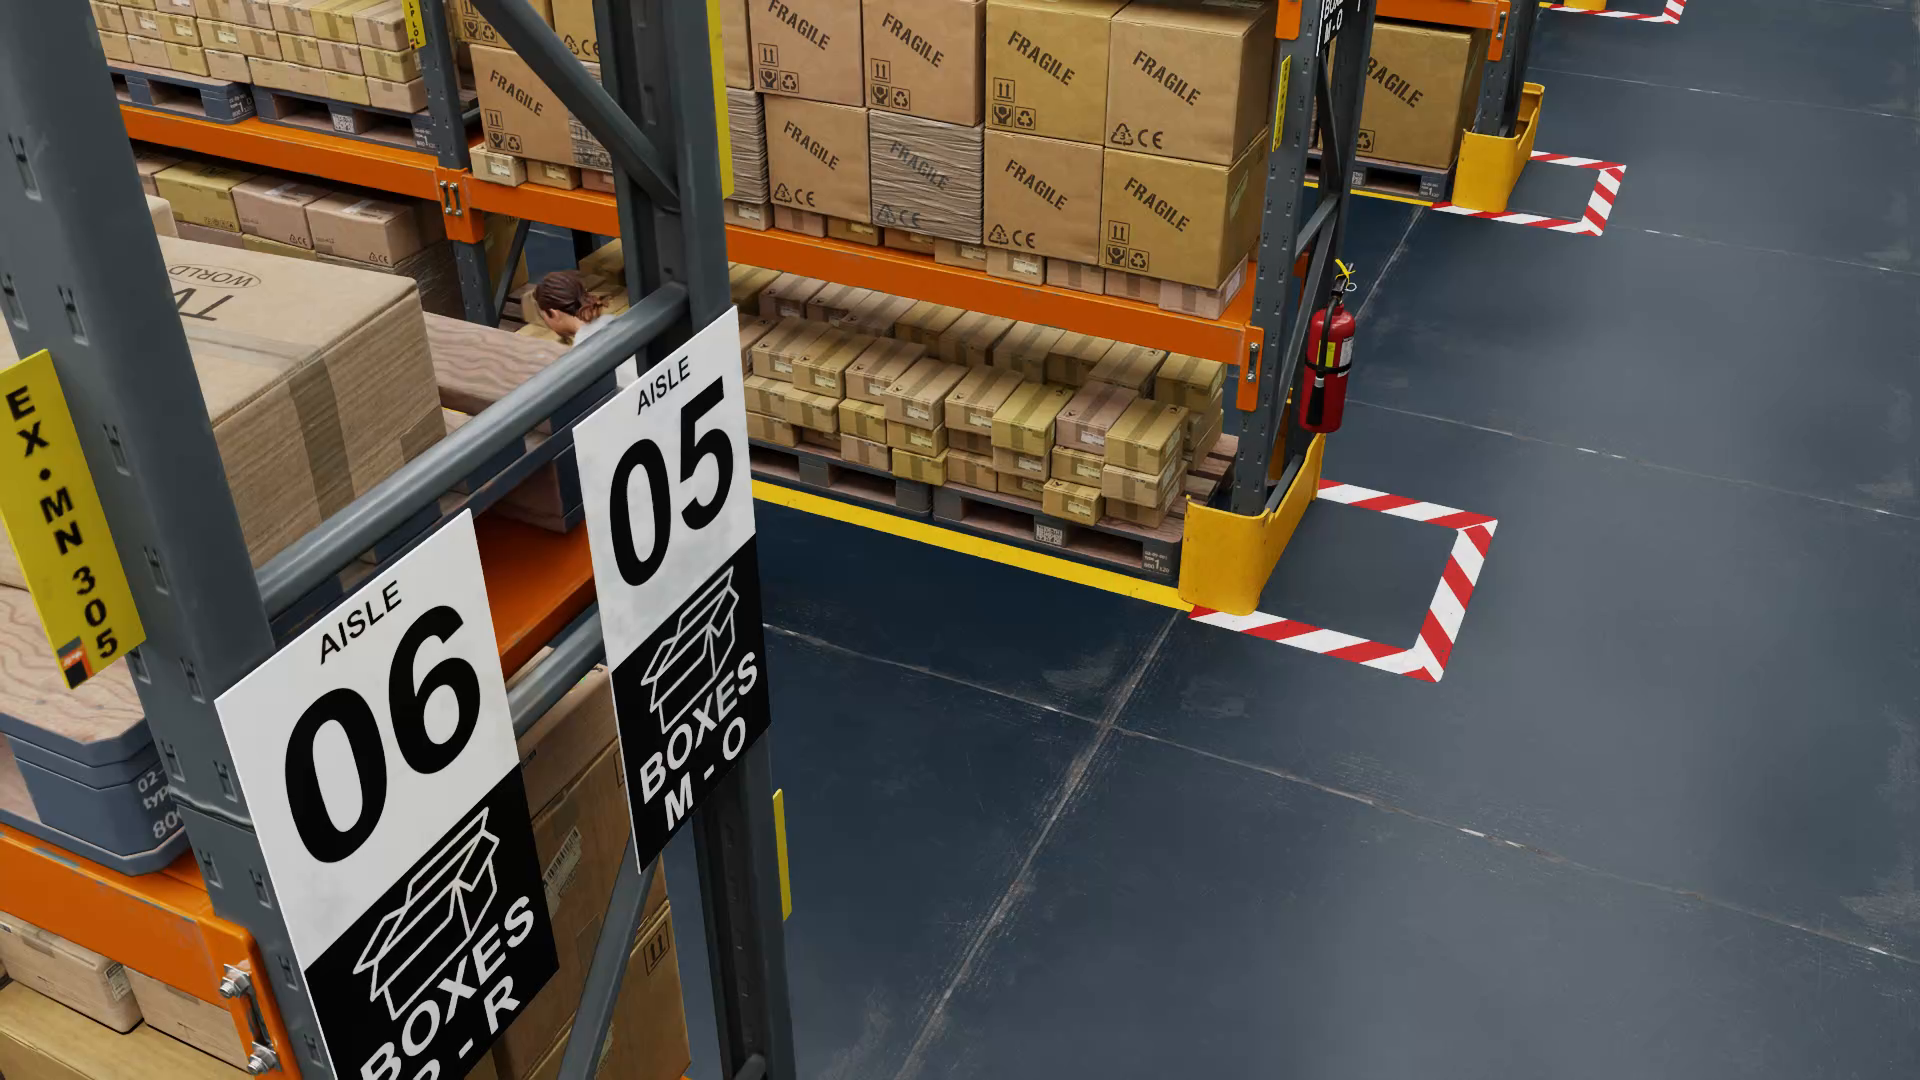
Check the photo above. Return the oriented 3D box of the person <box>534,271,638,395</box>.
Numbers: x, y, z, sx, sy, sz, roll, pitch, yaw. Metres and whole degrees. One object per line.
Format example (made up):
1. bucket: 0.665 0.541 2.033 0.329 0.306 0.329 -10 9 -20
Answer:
1. person: -1.388 -0.396 6.942 0.728 1.449 0.408 18 38 24
